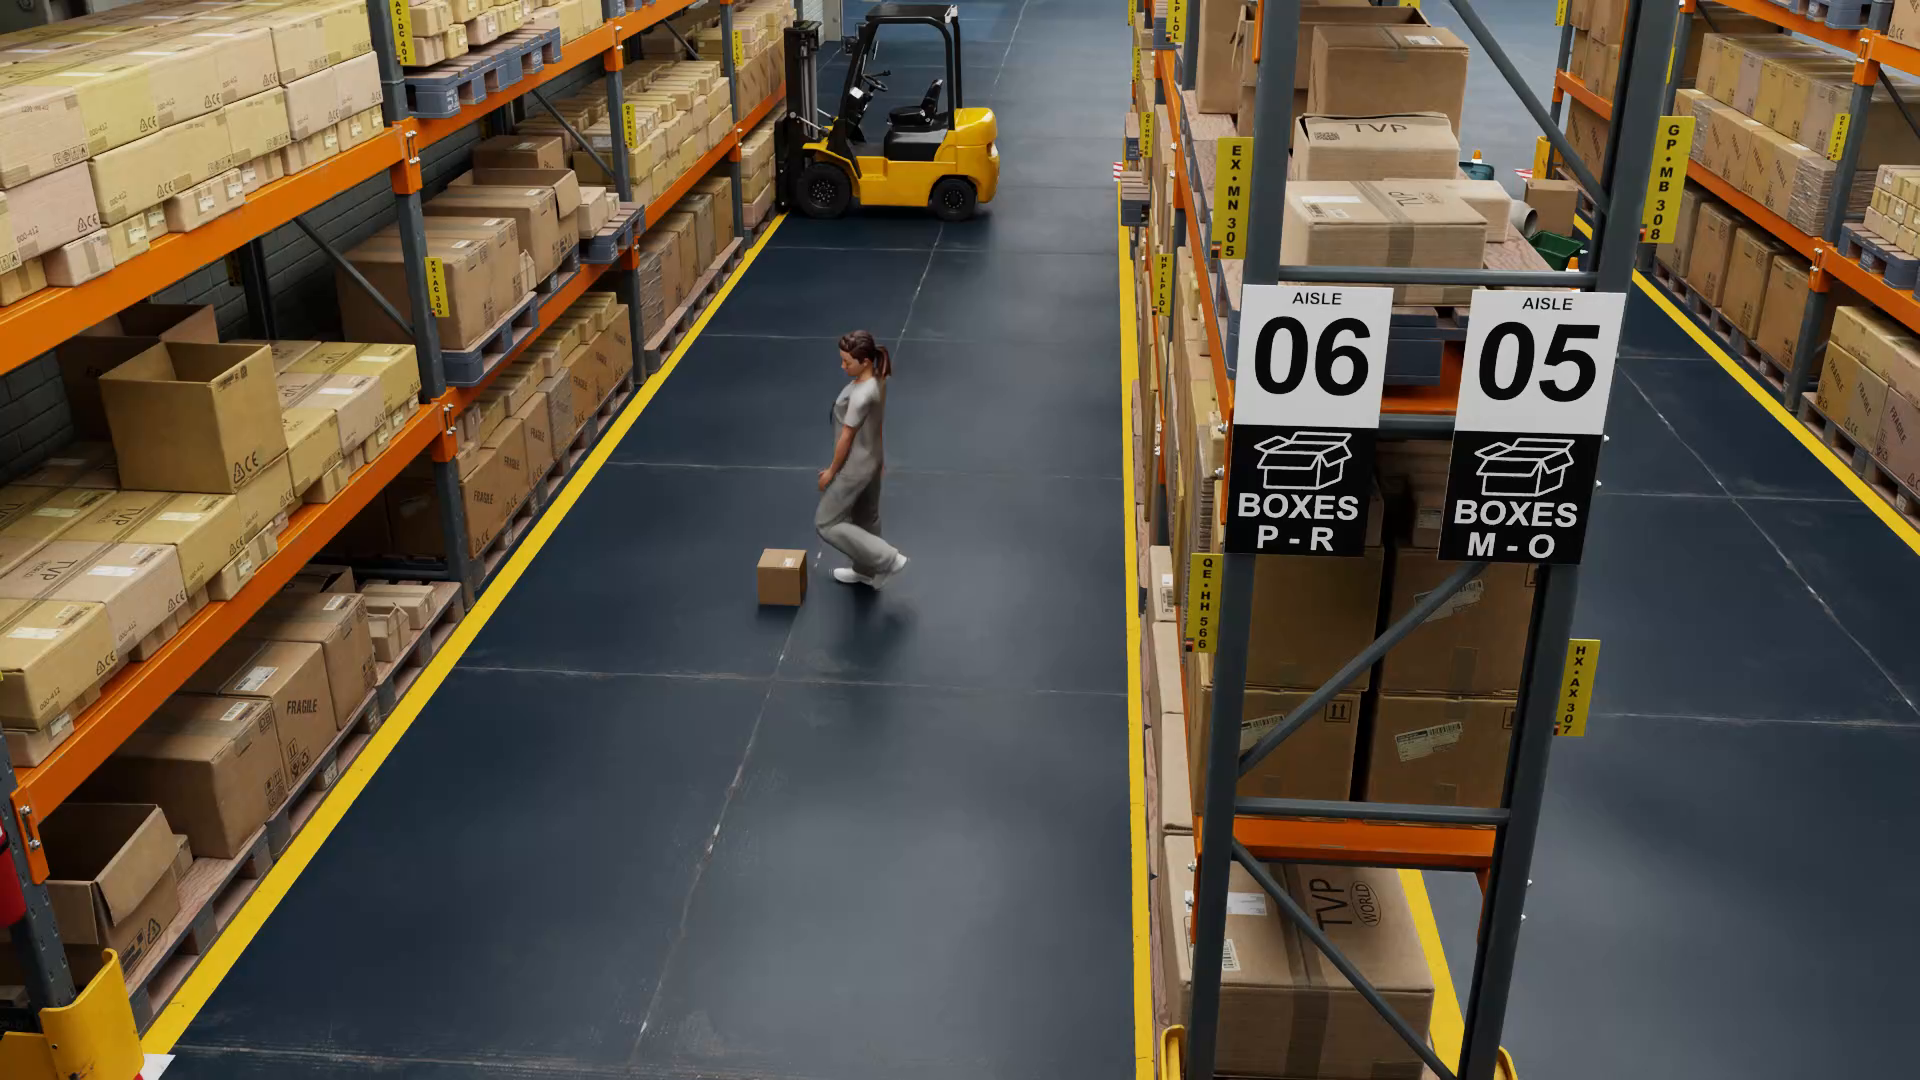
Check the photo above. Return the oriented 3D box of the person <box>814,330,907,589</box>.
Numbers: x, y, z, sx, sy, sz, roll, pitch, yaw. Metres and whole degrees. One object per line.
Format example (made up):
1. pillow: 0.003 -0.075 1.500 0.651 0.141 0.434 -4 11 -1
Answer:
1. person: -0.550 -0.420 9.515 0.532 1.666 0.486 5 25 12
